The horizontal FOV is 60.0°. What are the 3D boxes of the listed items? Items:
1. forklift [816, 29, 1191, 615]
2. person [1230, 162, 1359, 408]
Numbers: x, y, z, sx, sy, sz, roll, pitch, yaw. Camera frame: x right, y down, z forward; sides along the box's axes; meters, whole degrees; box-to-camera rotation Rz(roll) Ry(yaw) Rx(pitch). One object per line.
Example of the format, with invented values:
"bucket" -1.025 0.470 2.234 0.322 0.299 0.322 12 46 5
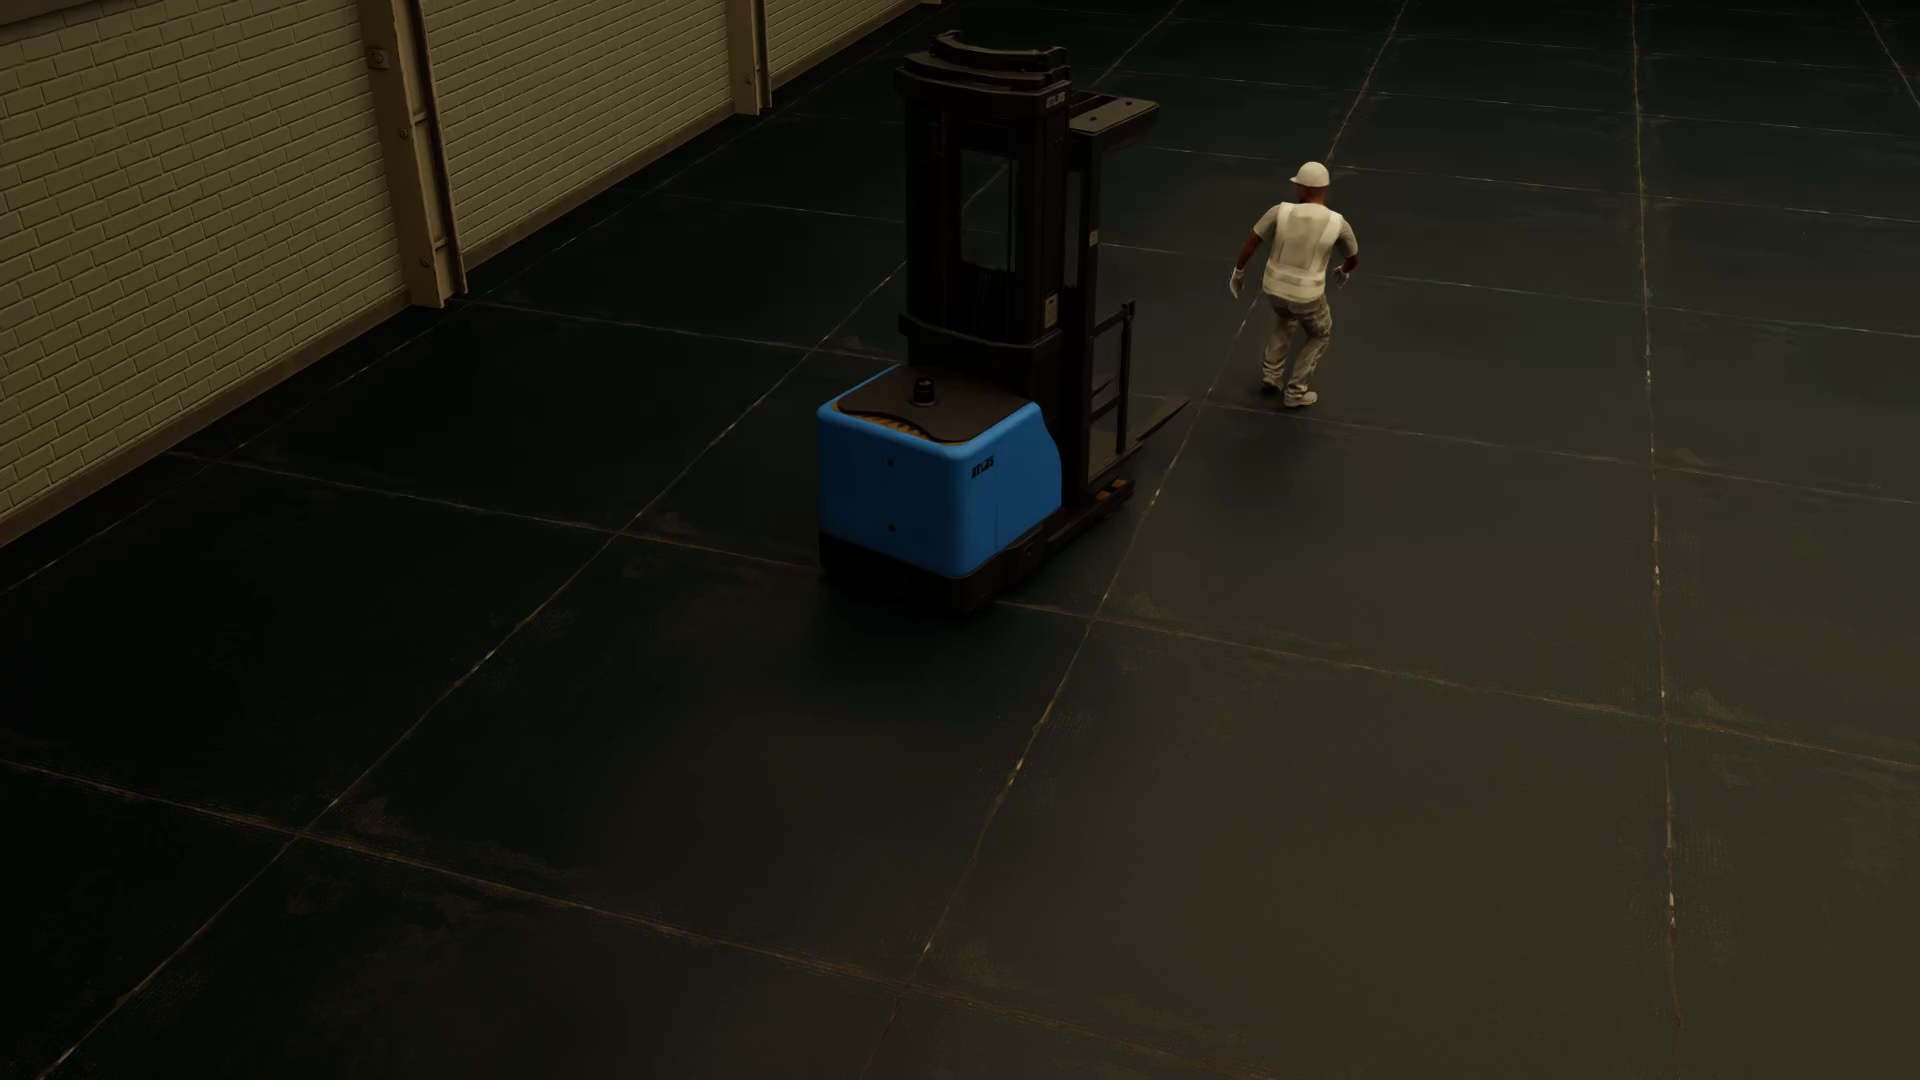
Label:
"forklift" 0.440 -1.535 9.830 1.130 2.935 3.031 19 35 30
"person" 2.327 -1.739 11.458 0.747 1.754 0.690 19 35 30
